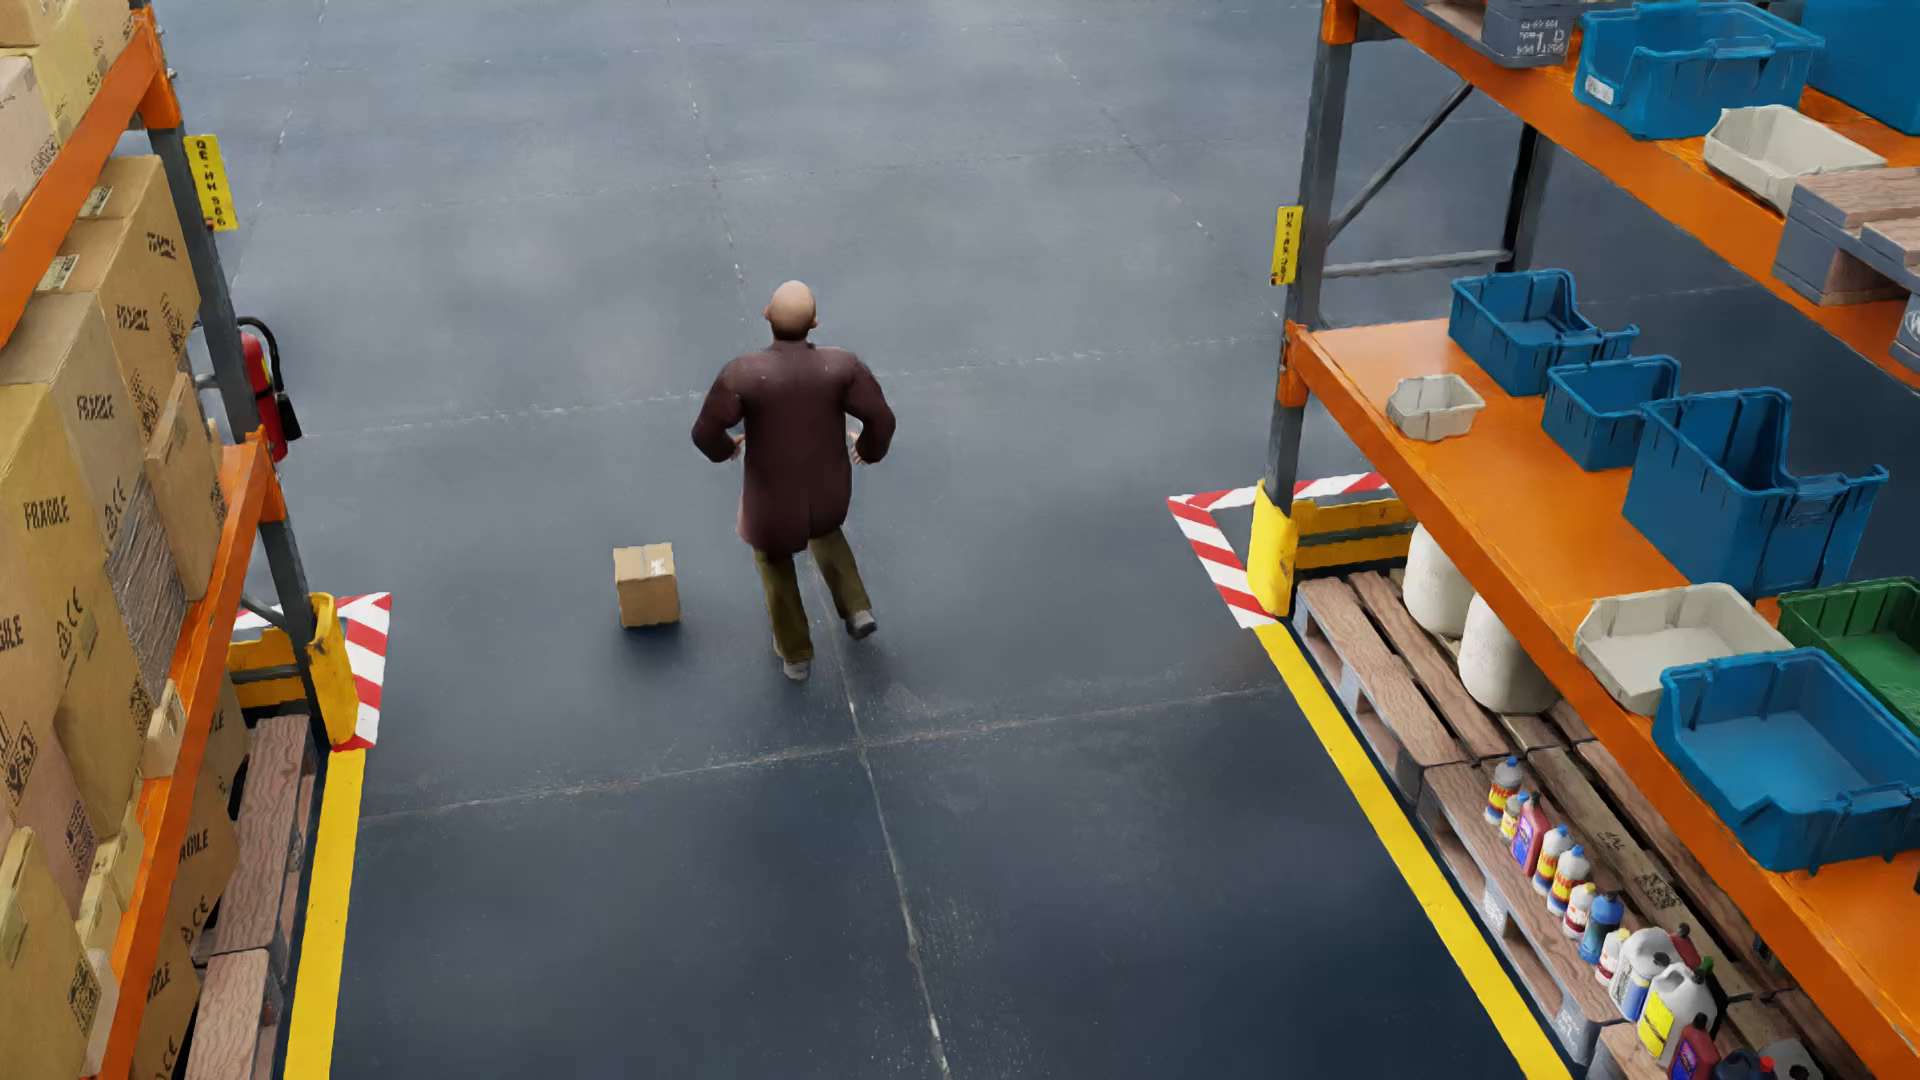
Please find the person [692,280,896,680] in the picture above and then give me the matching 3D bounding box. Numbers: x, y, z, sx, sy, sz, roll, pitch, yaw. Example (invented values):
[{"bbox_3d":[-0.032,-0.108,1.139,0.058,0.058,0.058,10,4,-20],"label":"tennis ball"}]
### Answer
[{"bbox_3d":[-0.661,-0.229,6.527,0.766,1.744,0.530,-13,36,-18],"label":"person"}]
